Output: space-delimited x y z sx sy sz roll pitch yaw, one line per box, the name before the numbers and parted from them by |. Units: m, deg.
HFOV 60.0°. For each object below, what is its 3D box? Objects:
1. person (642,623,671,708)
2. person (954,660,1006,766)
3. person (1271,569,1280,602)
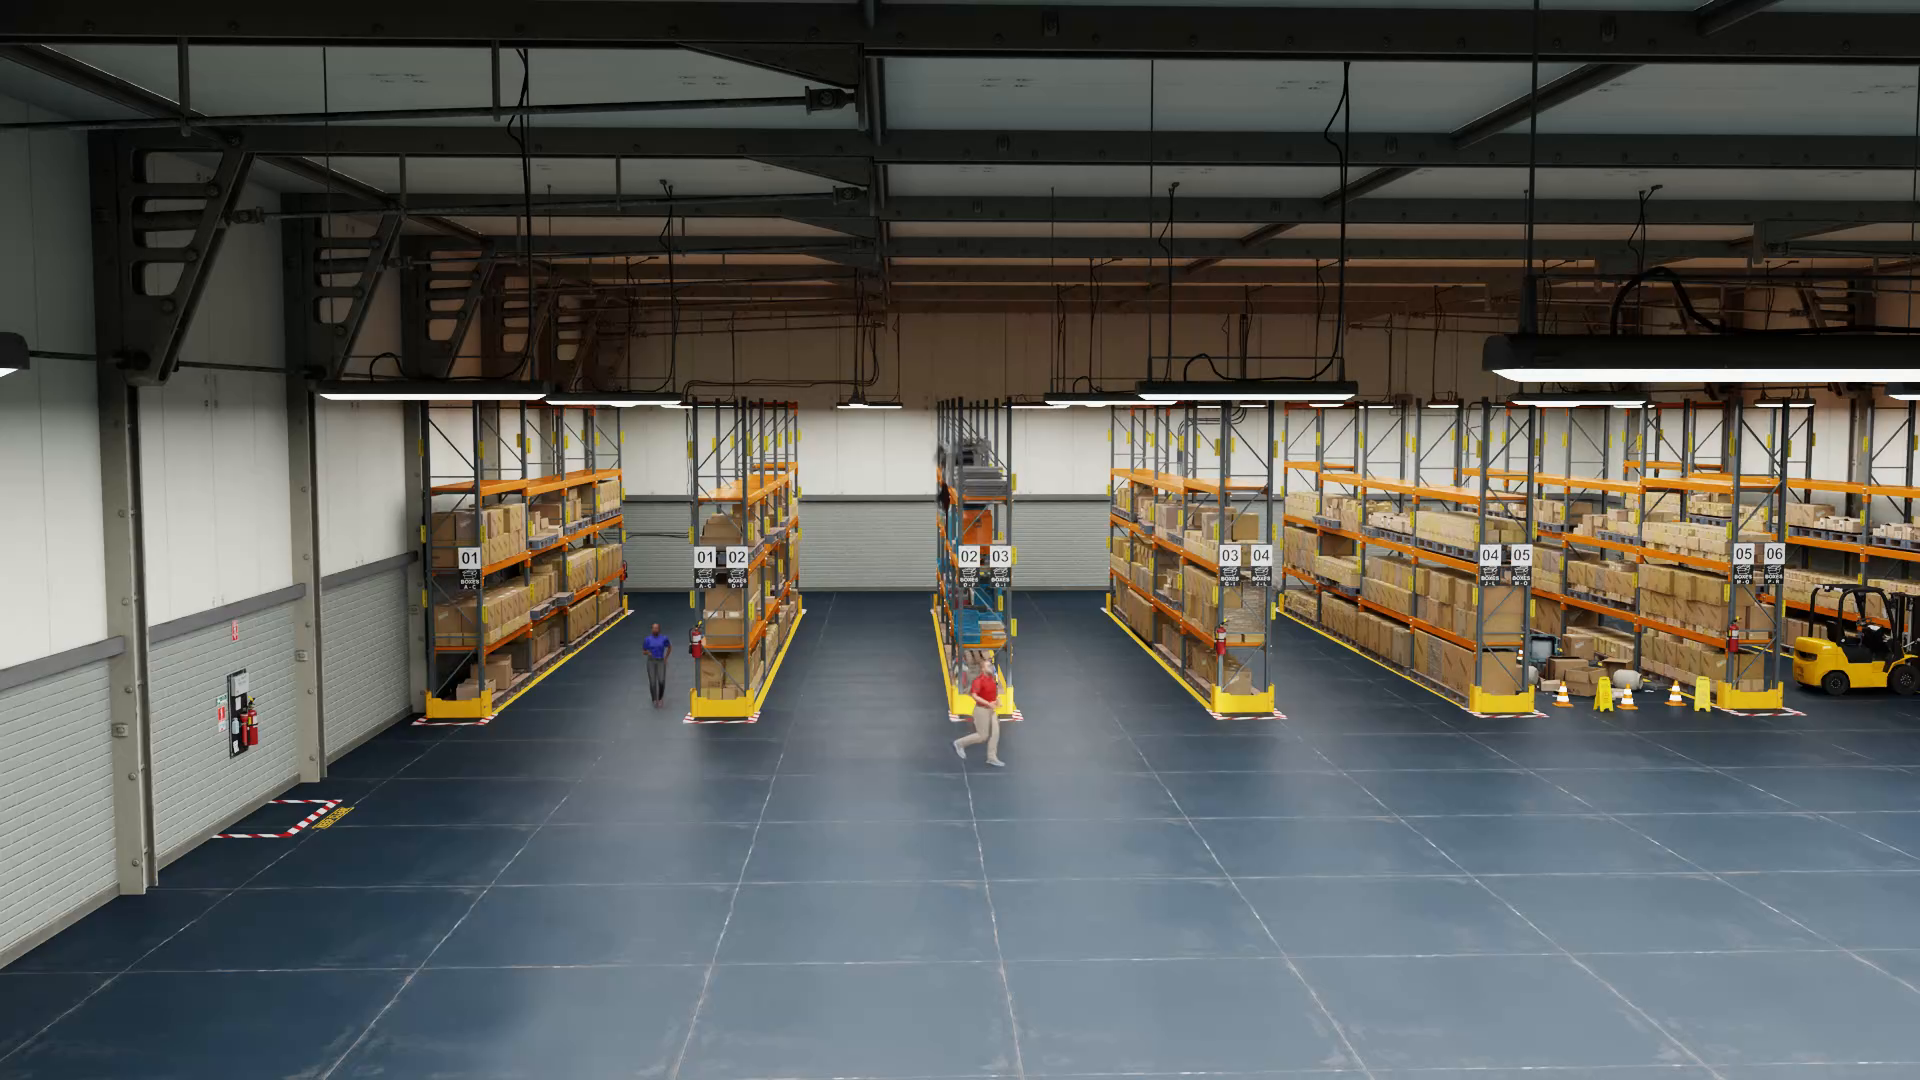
person | -5.858 2.433 32.115 0.566 1.671 0.645 -1 4 -9
person | 0.357 2.801 27.012 0.834 1.726 0.670 2 5 26
person | 8.193 1.537 44.071 0.553 1.597 0.686 -1 5 -12
